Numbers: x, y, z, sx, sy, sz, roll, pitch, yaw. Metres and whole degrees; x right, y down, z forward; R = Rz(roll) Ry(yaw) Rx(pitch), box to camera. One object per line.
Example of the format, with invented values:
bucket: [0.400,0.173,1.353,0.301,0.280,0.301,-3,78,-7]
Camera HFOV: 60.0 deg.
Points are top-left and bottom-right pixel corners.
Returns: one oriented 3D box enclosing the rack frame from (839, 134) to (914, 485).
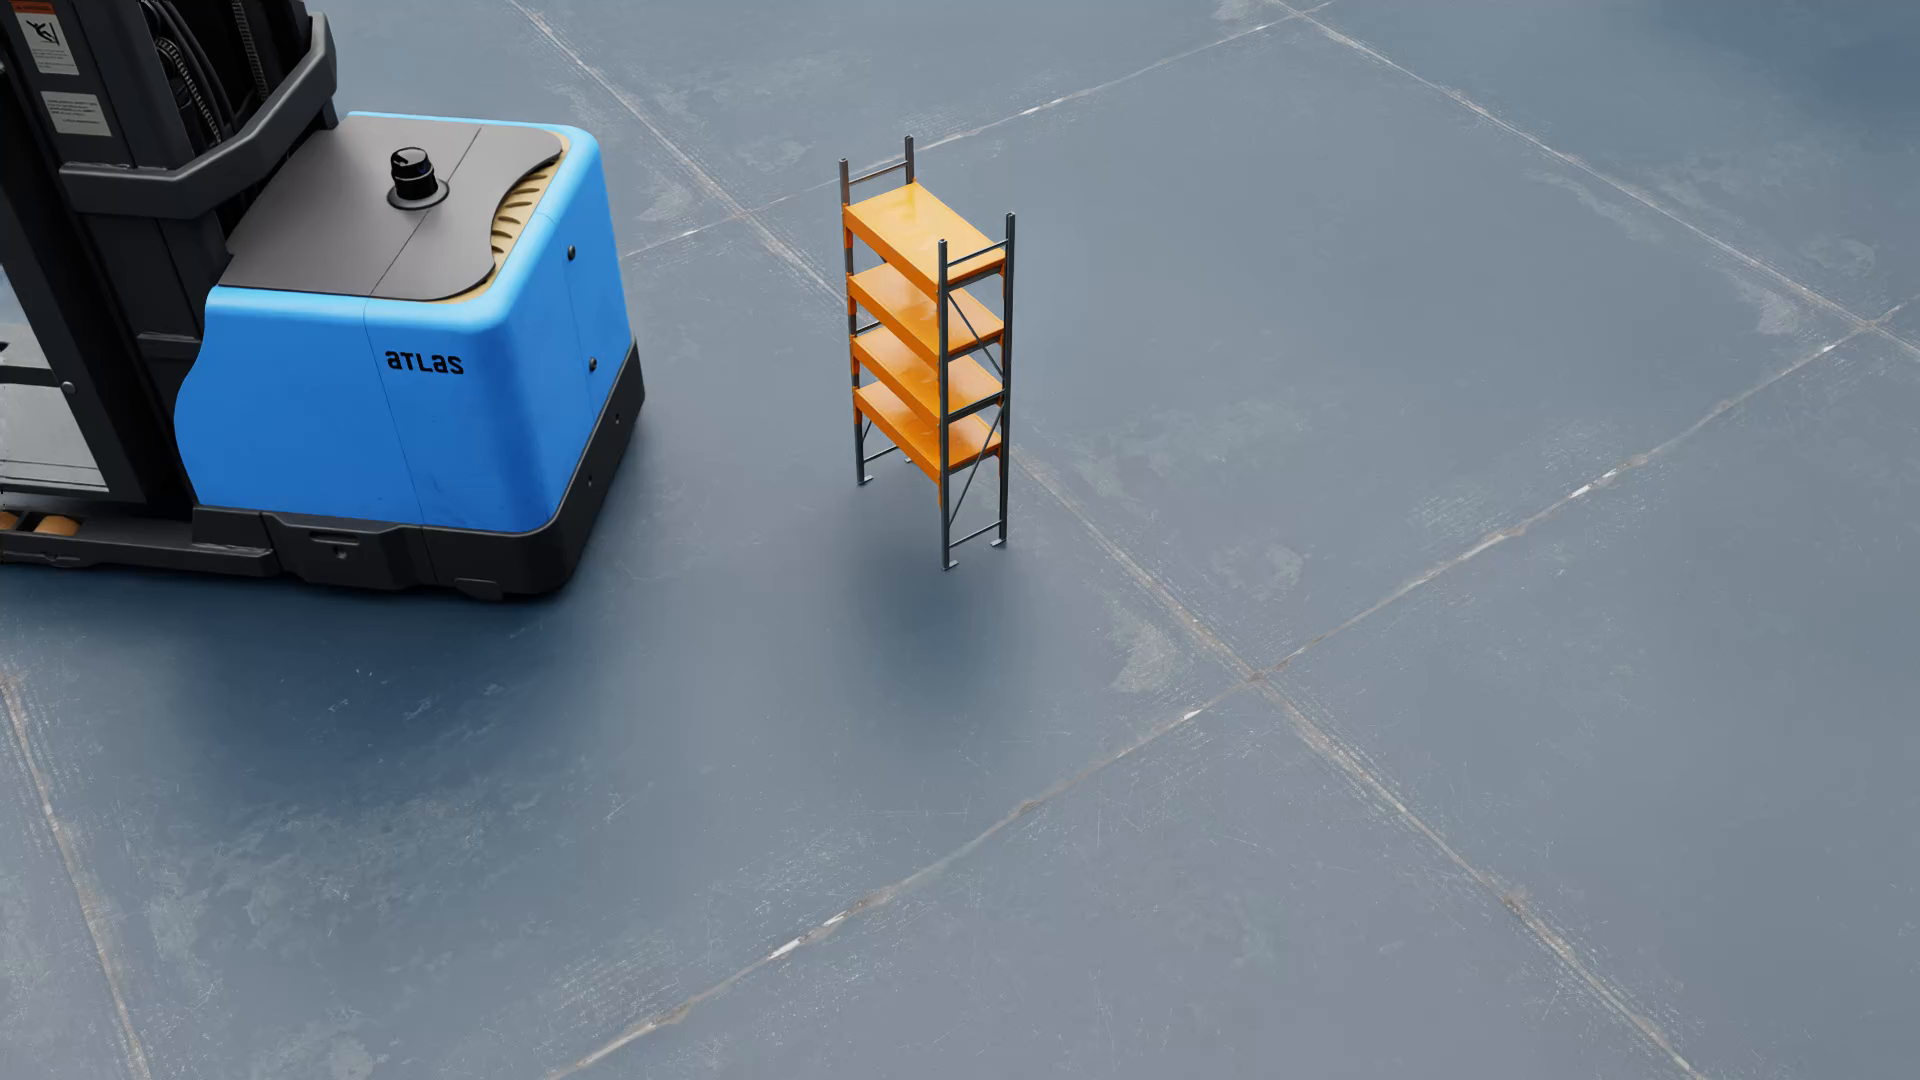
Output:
rack frame: [-0.234,-0.666,5.079,0.240,1.200,0.015,-26,49,-24]

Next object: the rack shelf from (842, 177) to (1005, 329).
rack shelf: [-0.095,-0.812,4.663,0.258,0.148,0.480,-26,49,-24]

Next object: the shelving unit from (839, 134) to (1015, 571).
shelving unit: [-0.095,-0.528,4.934,0.258,1.200,0.503,-26,49,-24]

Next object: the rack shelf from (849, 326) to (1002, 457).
rack shelf: [-0.095,-0.479,4.980,0.258,0.148,0.480,-26,49,-24]

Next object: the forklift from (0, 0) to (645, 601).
forklift: [-2.627,-1.330,4.520,3.031,2.935,1.130,5,44,5]

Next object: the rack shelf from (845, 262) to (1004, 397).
rack shelf: [-0.095,-0.641,4.826,0.258,0.148,0.480,-26,49,-24]

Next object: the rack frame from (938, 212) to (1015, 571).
rack frame: [0.045,-0.390,4.789,0.240,1.200,0.015,-26,49,-24]

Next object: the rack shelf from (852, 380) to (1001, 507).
rack shelf: [-0.095,-0.335,5.117,0.258,0.148,0.480,-26,49,-24]
